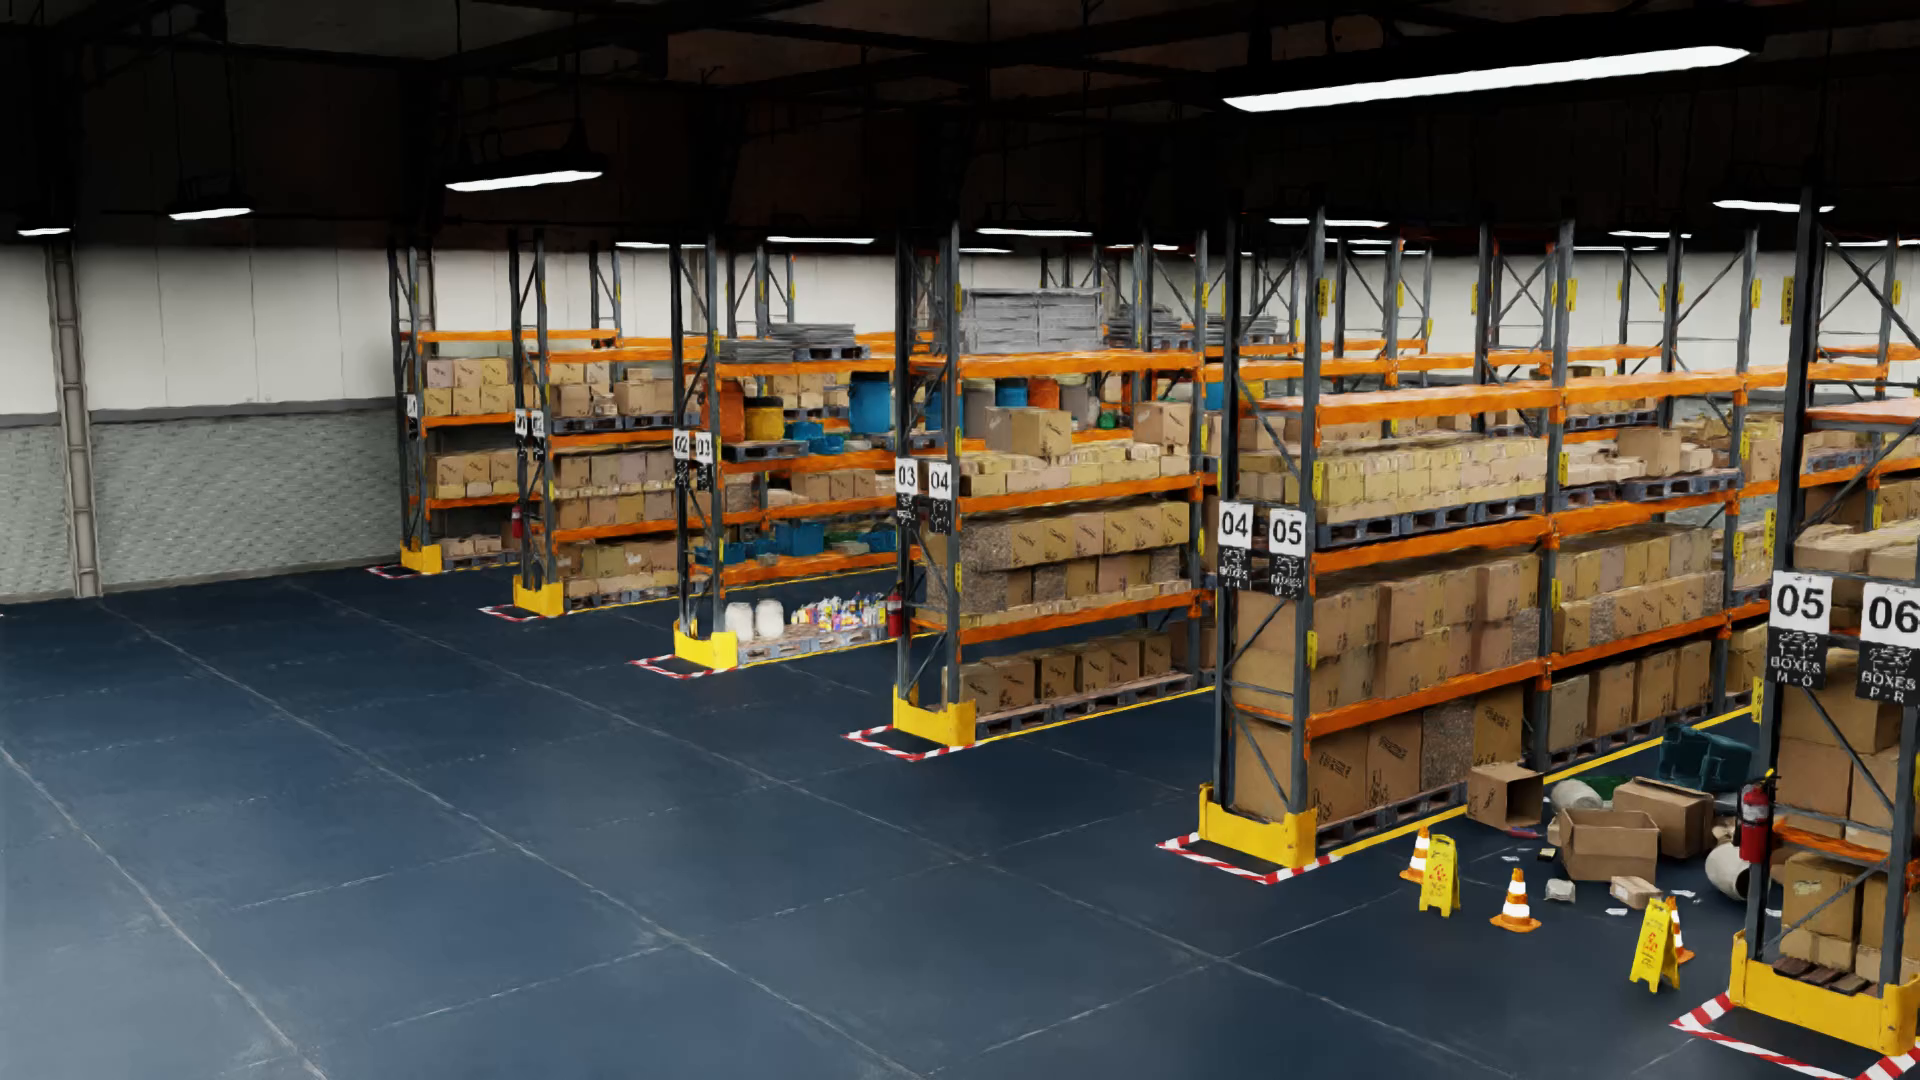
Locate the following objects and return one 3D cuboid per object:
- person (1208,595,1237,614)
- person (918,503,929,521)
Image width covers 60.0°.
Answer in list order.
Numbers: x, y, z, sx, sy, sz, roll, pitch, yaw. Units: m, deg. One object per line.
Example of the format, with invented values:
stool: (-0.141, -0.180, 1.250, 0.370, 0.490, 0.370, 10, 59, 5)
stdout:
person: (3.901, 0.634, 24.413, 0.507, 1.619, 0.598, -8, 12, -40)
person: (-0.673, -0.993, 34.564, 0.546, 1.733, 0.729, -8, 12, -41)
